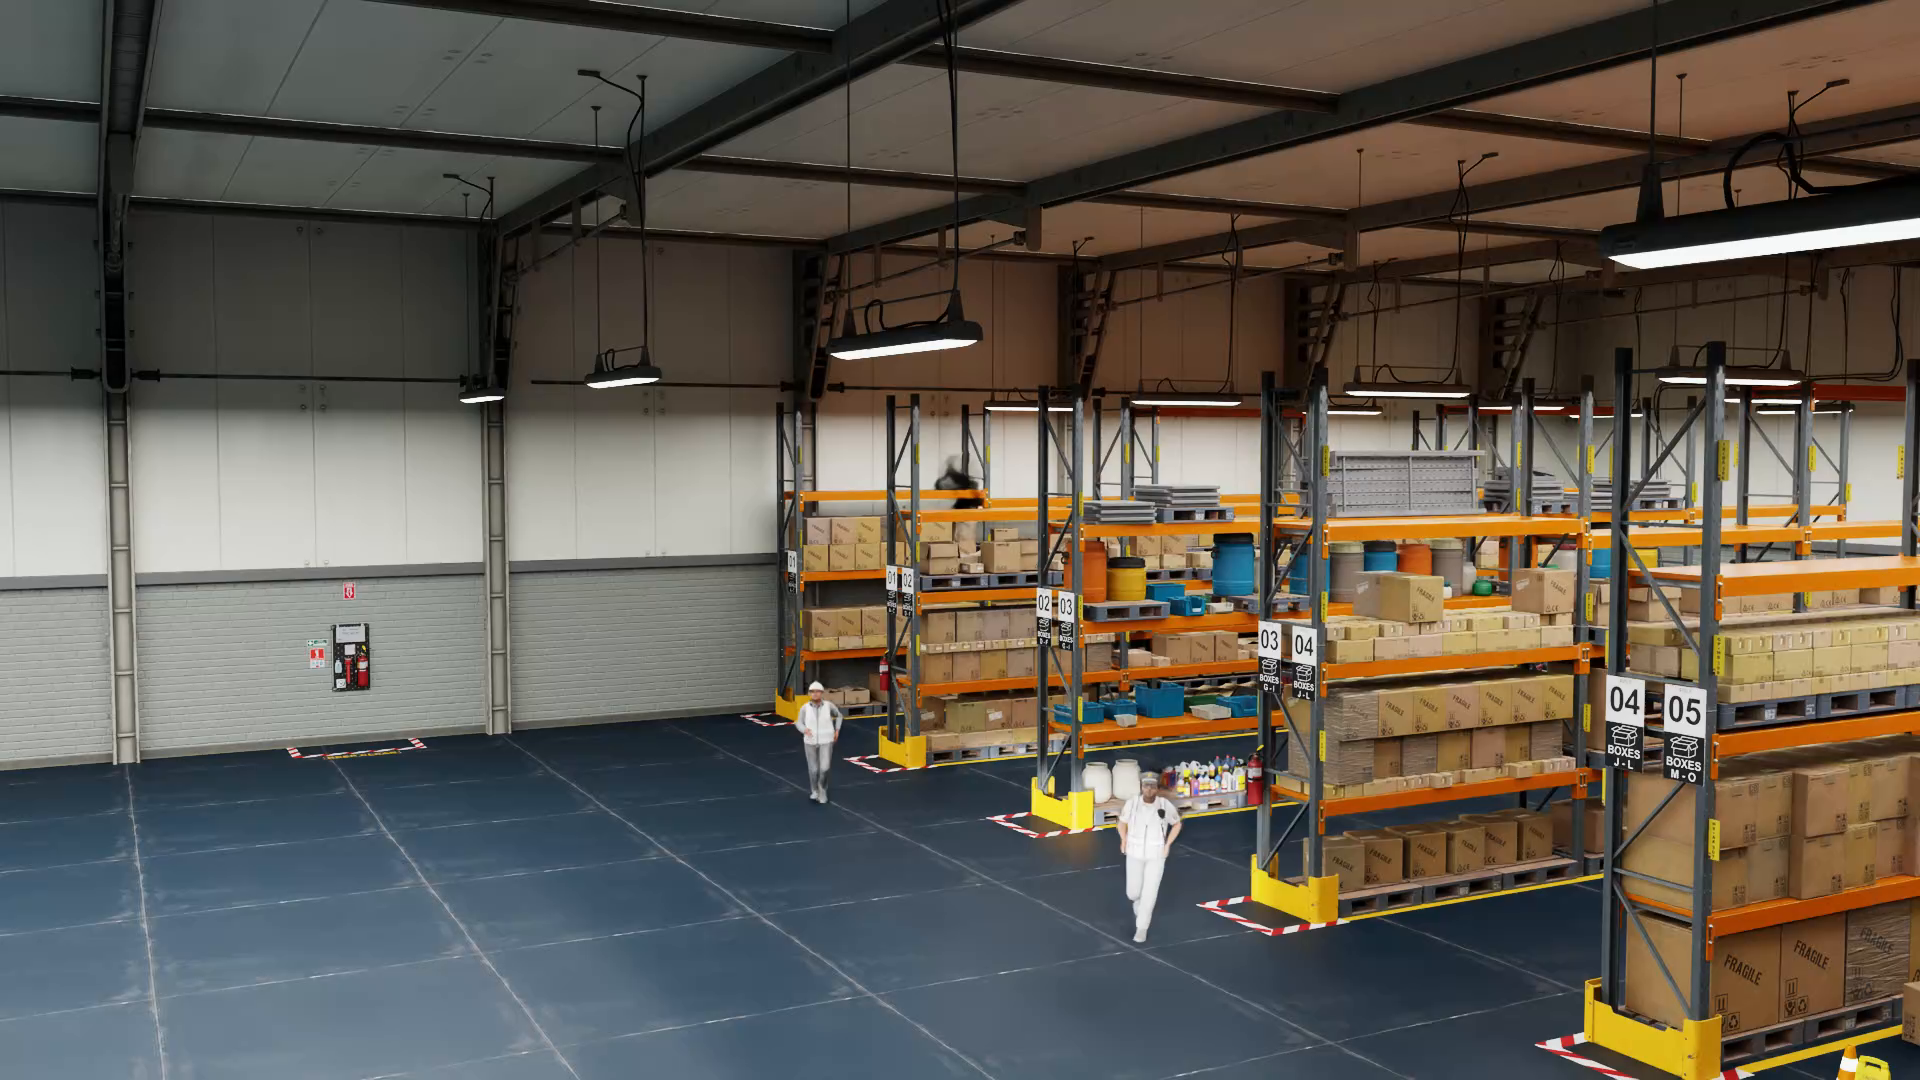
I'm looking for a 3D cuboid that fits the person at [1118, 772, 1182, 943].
[{"bbox_3d":[1.999,3.310,17.617,0.670,1.762,0.764,1,3,13],"label":"person"}]

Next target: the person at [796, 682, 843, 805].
[{"bbox_3d":[-2.043,2.933,24.014,0.659,1.770,0.667,0,3,1],"label":"person"}]
